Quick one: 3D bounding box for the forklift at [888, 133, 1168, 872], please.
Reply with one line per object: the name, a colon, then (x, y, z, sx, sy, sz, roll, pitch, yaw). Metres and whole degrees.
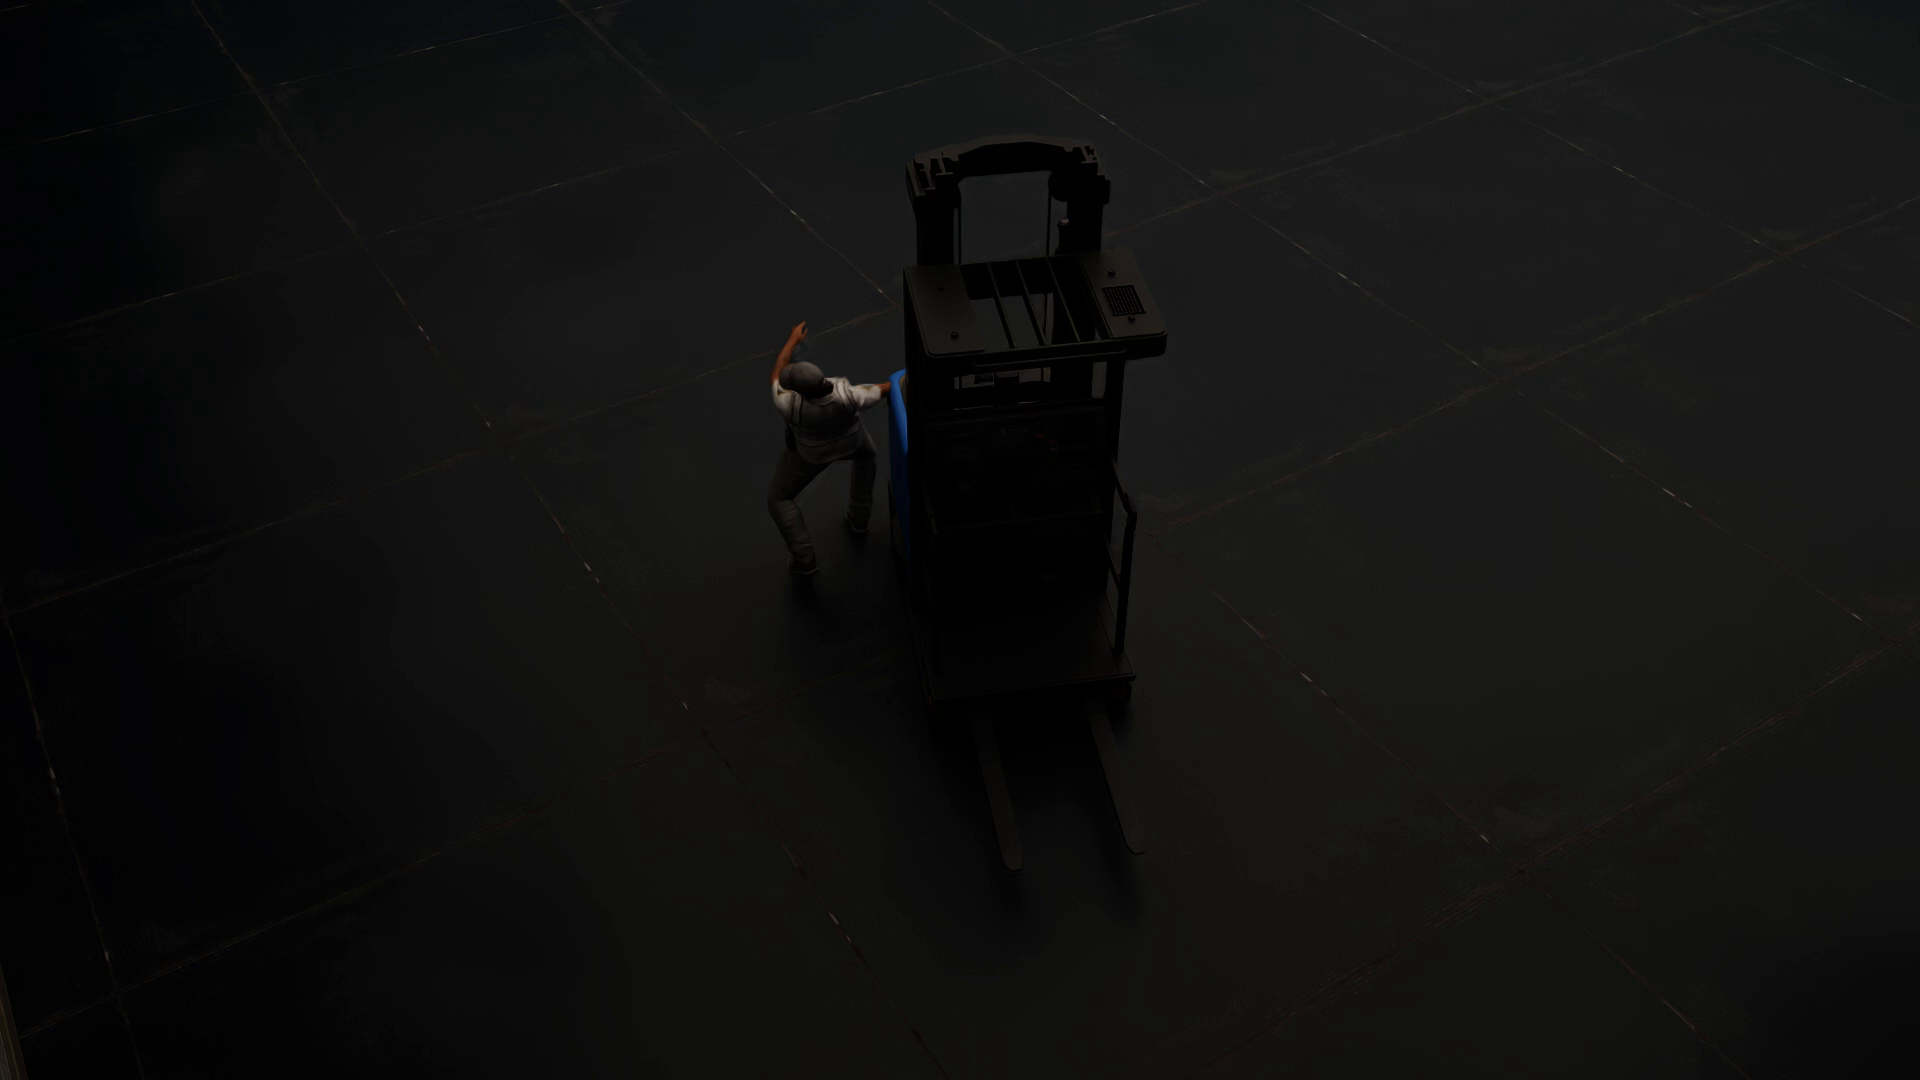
forklift: (0.317, -0.372, 8.297, 1.130, 2.935, 3.031, -6, 42, -7)

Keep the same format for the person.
person: (-0.702, -0.603, 9.660, 0.943, 1.447, 0.765, -20, 45, -21)
